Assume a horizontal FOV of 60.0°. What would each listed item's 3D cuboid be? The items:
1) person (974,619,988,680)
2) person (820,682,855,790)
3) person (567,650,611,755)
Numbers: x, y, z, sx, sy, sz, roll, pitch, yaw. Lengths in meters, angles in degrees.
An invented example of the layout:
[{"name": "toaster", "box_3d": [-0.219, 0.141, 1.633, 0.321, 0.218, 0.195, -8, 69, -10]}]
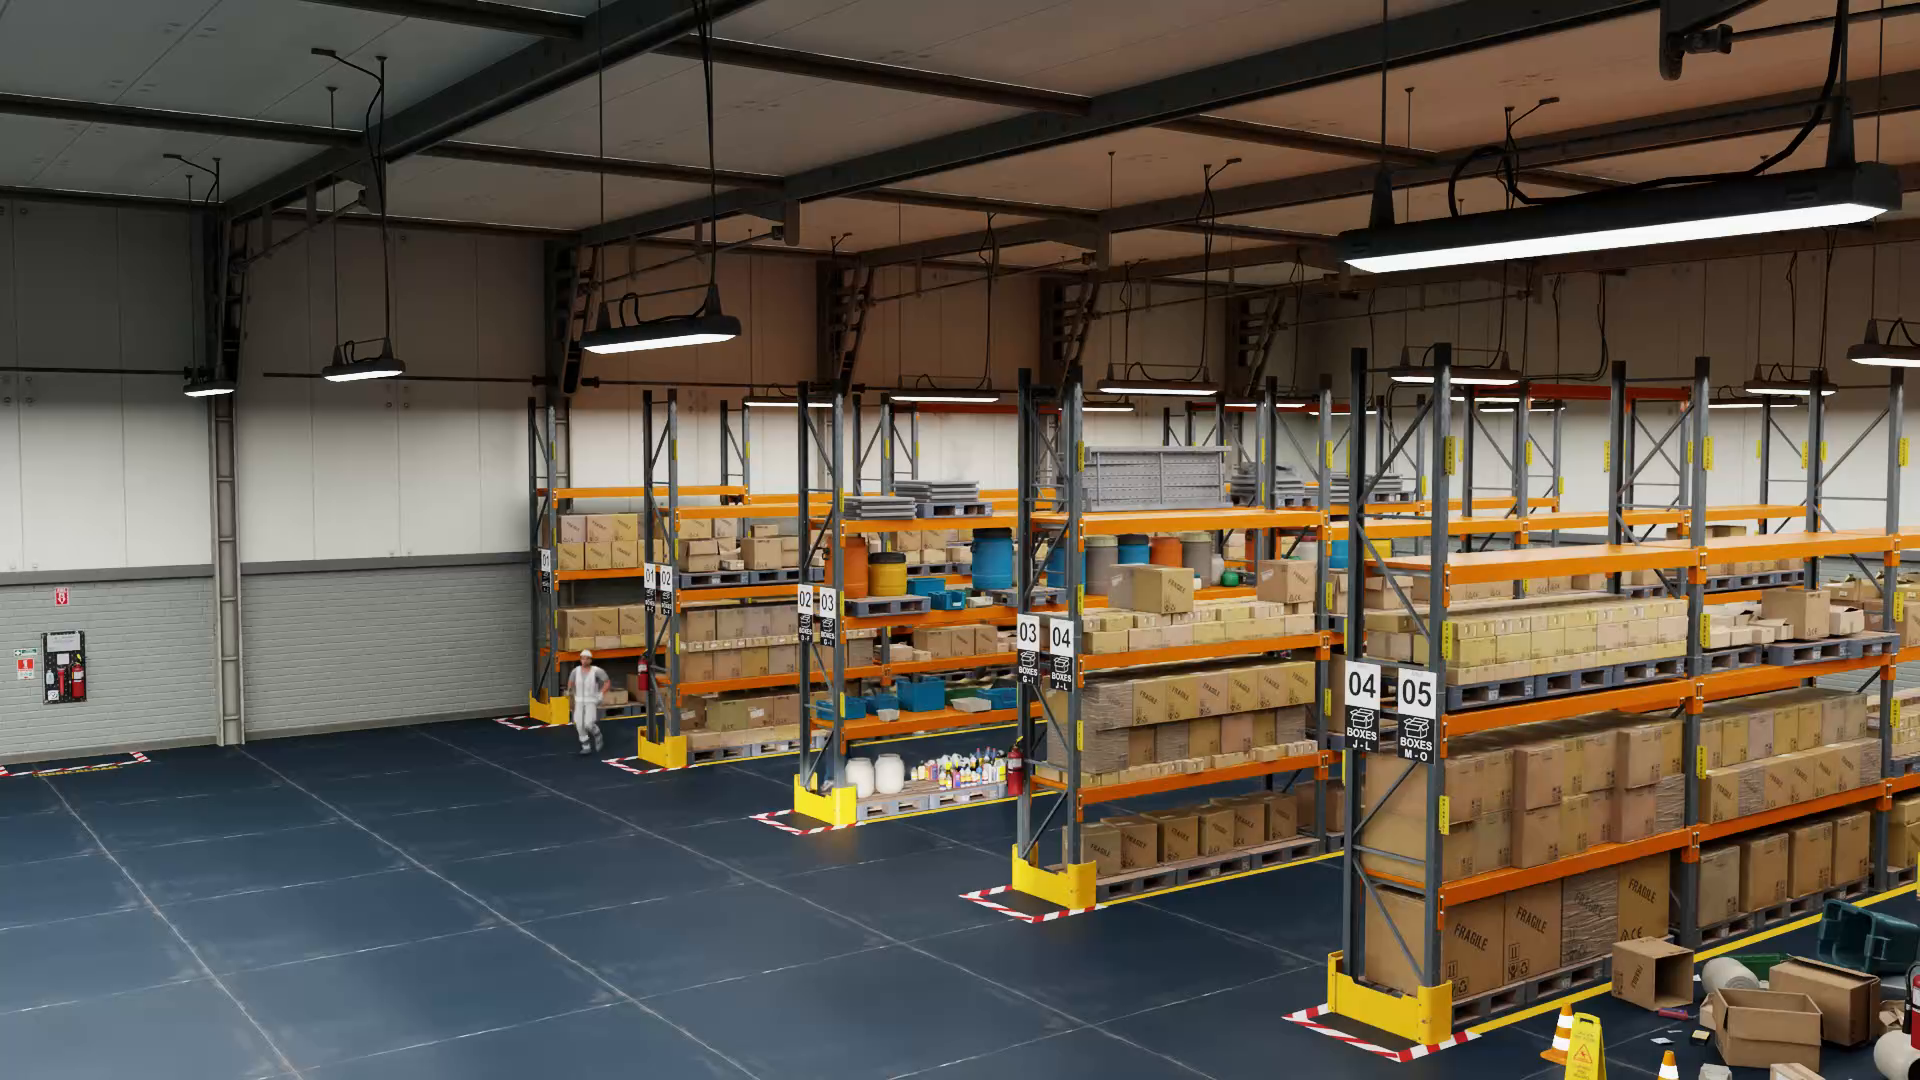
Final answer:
[{"name": "person", "box_3d": [0.444, 2.383, 32.830, 0.879, 1.682, 0.562, -2, 4, -34]}, {"name": "person", "box_3d": [-1.749, 2.908, 24.796, 0.712, 1.644, 0.523, -2, 4, -36]}, {"name": "person", "box_3d": [-6.149, 2.678, 27.322, 0.692, 1.747, 0.606, 1, 3, 11]}]
